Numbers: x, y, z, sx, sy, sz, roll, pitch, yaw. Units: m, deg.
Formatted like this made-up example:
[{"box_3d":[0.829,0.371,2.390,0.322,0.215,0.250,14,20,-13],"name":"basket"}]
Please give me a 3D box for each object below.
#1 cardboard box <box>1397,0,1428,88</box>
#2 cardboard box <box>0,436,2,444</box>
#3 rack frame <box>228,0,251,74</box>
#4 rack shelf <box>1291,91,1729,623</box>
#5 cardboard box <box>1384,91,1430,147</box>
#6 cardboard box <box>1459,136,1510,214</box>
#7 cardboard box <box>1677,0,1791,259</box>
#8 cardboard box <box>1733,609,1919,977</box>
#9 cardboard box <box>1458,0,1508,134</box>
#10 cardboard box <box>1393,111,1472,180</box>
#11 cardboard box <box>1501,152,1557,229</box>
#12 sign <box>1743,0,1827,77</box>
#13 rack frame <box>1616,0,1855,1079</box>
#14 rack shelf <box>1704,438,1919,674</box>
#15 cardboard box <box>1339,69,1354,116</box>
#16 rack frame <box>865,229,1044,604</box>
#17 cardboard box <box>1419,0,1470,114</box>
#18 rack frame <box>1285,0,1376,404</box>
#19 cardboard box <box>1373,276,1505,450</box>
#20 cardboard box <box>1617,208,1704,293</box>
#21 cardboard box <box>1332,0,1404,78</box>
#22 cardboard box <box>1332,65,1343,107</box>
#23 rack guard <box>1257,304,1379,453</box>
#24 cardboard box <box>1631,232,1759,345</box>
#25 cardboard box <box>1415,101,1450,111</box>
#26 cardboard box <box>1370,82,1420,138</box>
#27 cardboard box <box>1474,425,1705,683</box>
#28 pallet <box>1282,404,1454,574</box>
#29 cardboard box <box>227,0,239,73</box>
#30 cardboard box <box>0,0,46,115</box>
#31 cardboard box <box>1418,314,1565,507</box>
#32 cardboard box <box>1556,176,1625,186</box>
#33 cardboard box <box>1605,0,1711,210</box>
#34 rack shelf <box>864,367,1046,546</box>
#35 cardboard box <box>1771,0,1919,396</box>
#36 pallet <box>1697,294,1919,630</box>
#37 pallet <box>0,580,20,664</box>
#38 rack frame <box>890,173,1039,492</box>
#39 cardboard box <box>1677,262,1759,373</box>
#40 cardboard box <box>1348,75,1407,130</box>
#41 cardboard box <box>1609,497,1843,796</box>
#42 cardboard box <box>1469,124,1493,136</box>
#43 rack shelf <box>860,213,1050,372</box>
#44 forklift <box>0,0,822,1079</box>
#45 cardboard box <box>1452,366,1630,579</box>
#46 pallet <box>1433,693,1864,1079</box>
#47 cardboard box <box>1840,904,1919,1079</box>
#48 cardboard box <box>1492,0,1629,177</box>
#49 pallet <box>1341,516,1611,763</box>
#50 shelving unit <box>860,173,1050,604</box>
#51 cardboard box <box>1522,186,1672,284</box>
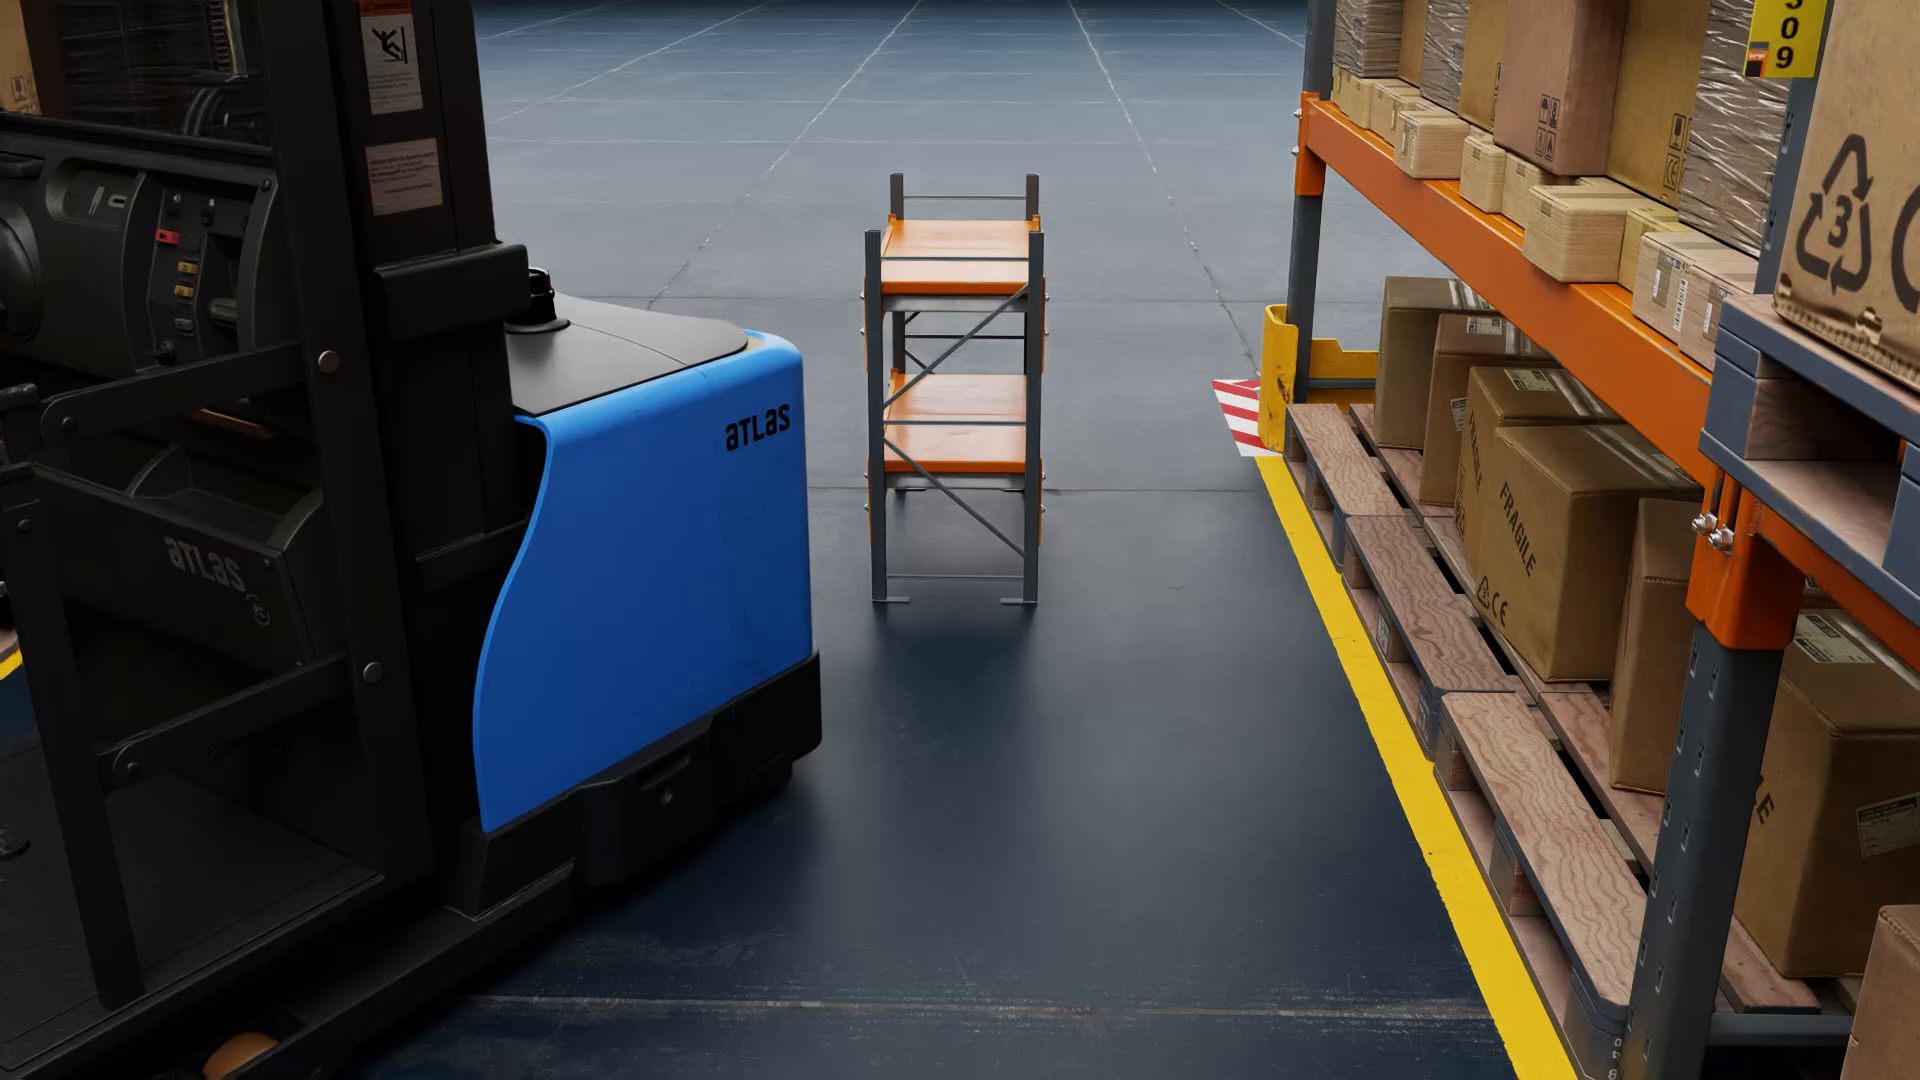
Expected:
[{"box_3d":[1.834,-1.622,5.012,0.875,0.500,0.500,1,21,2],"name":"cardboard box"},{"box_3d":[-3.160,-0.549,5.154,0.875,0.875,0.875,0,21,1],"name":"cardboard box"},{"box_3d":[-3.181,-1.908,6.300,1.000,3.000,0.127,1,21,2],"name":"rack frame"},{"box_3d":[1.713,-0.758,4.331,1.077,0.370,4.000,1,21,2],"name":"rack shelf"},{"box_3d":[1.476,-1.238,4.920,0.380,0.149,0.250,1,21,2],"name":"cardboard box"},{"box_3d":[1.425,-0.877,3.989,0.380,0.149,0.250,1,21,2],"name":"cardboard box"},{"box_3d":[1.727,-0.718,2.683,0.875,0.500,0.500,1,21,2],"name":"cardboard box"},{"box_3d":[1.704,0.455,3.085,0.500,0.500,0.500,0,21,0],"name":"cardboard box"},{"box_3d":[1.749,-1.261,4.082,0.875,0.500,0.500,1,21,2],"name":"cardboard box"},{"box_3d":[1.384,-1.058,4.456,0.380,0.149,0.250,1,21,2],"name":"cardboard box"},{"box_3d":[1.452,-0.786,3.755,0.380,0.149,0.250,1,21,2],"name":"cardboard box"},{"box_3d":[1.109,-0.777,2.189,0.100,0.325,0.005,1,21,2],"name":"sign"},{"box_3d":[1.649,-0.371,2.337,0.949,2.616,0.053,1,21,2],"name":"rack frame"},{"box_3d":[1.591,0.688,0.604,1.077,0.370,4.000,1,21,2],"name":"rack shelf"},{"box_3d":[1.500,-1.509,5.619,0.380,0.149,0.250,1,21,2],"name":"cardboard box"},{"box_3d":[-0.016,-0.338,4.845,0.500,1.125,0.032,1,21,2],"name":"rack frame"},{"box_3d":[1.776,-1.441,4.547,0.875,0.500,0.500,1,21,2],"name":"cardboard box"},{"box_3d":[1.774,-1.817,6.065,1.000,3.000,0.127,1,21,2],"name":"rack frame"},{"box_3d":[1.738,-0.622,5.860,0.500,0.500,0.500,5,22,12],"name":"cardboard box"},{"box_3d":[1.449,-0.514,3.055,0.380,0.149,0.250,1,21,2],"name":"cardboard box"},{"box_3d":[1.729,-1.804,5.481,0.875,0.500,0.500,1,21,2],"name":"cardboard box"},{"box_3d":[1.527,-1.599,5.851,0.380,0.149,0.250,1,21,2],"name":"cardboard box"},{"box_3d":[1.771,-0.624,6.446,1.175,0.500,0.348,1,21,2],"name":"rack guard"},{"box_3d":[1.382,-0.425,2.824,0.380,0.149,0.250,1,21,2],"name":"cardboard box"},{"box_3d":[1.495,-1.147,4.686,0.380,0.149,0.250,1,21,2],"name":"cardboard box"},{"box_3d":[1.490,-1.328,5.153,0.380,0.149,0.250,1,21,2],"name":"cardboard box"},{"box_3d":[1.654,0.022,4.200,0.500,0.500,0.500,-1,21,-3],"name":"cardboard box"},{"box_3d":[1.711,-0.196,5.742,1.003,0.211,1.213,1,21,2],"name":"pallet"},{"box_3d":[-3.147,-1.843,5.925,0.875,0.550,0.550,1,21,2],"name":"cardboard box"},{"box_3d":[-3.284,-1.443,4.894,0.875,0.550,0.550,1,21,2],"name":"cardboard box"},{"box_3d":[1.754,-0.405,5.302,0.500,0.500,0.500,6,22,16],"name":"cardboard box"},{"box_3d":[1.485,-0.695,3.521,0.380,0.149,0.250,1,21,2],"name":"cardboard box"},{"box_3d":[1.778,-0.898,3.148,0.875,0.500,0.500,1,21,2],"name":"cardboard box"},{"box_3d":[0.000,-0.294,5.408,0.538,0.278,1.000,1,21,2],"name":"rack shelf"},{"box_3d":[1.488,-0.560,1.417,1.000,1.000,1.000,1,21,2],"name":"cardboard box"},{"box_3d":[1.483,-0.006,1.664,1.003,0.211,1.213,1,21,2],"name":"pallet"},{"box_3d":[-3.167,0.122,4.923,1.003,0.211,1.213,1,21,2],"name":"pallet"},{"box_3d":[0.015,-0.706,5.793,0.500,1.125,0.032,1,21,2],"name":"rack frame"},{"box_3d":[1.365,-0.334,2.592,0.380,0.149,0.250,1,21,2],"name":"cardboard box"},{"box_3d":[1.477,-1.419,5.386,0.380,0.149,0.250,1,21,2],"name":"cardboard box"},{"box_3d":[1.714,0.248,3.619,0.500,0.500,0.500,8,22,19],"name":"cardboard box"},{"box_3d":[1.509,-0.966,4.220,0.380,0.149,0.250,1,21,2],"name":"cardboard box"},{"box_3d":[0.000,-0.795,5.213,0.538,0.278,1.000,1,21,2],"name":"rack shelf"},{"box_3d":[-1.589,-0.479,2.712,1.130,2.935,3.031,14,25,32],"name":"forklift"},{"box_3d":[1.716,-0.179,4.719,0.500,0.500,0.500,3,21,7],"name":"cardboard box"},{"box_3d":[1.637,0.686,3.469,1.003,0.211,1.213,1,21,2],"name":"pallet"},{"box_3d":[1.612,0.811,2.138,0.700,0.500,0.500,-1,21,-3],"name":"cardboard box"},{"box_3d":[1.692,-1.080,3.617,0.875,0.500,0.500,1,21,2],"name":"cardboard box"},{"box_3d":[1.671,0.244,4.608,1.003,0.211,1.213,1,21,2],"name":"pallet"},{"box_3d":[0.000,-0.522,5.319,0.538,1.125,1.048,1,21,2],"name":"shelving unit"},{"box_3d":[1.346,-0.606,3.292,0.380,0.149,0.250,1,21,2],"name":"cardboard box"}]
